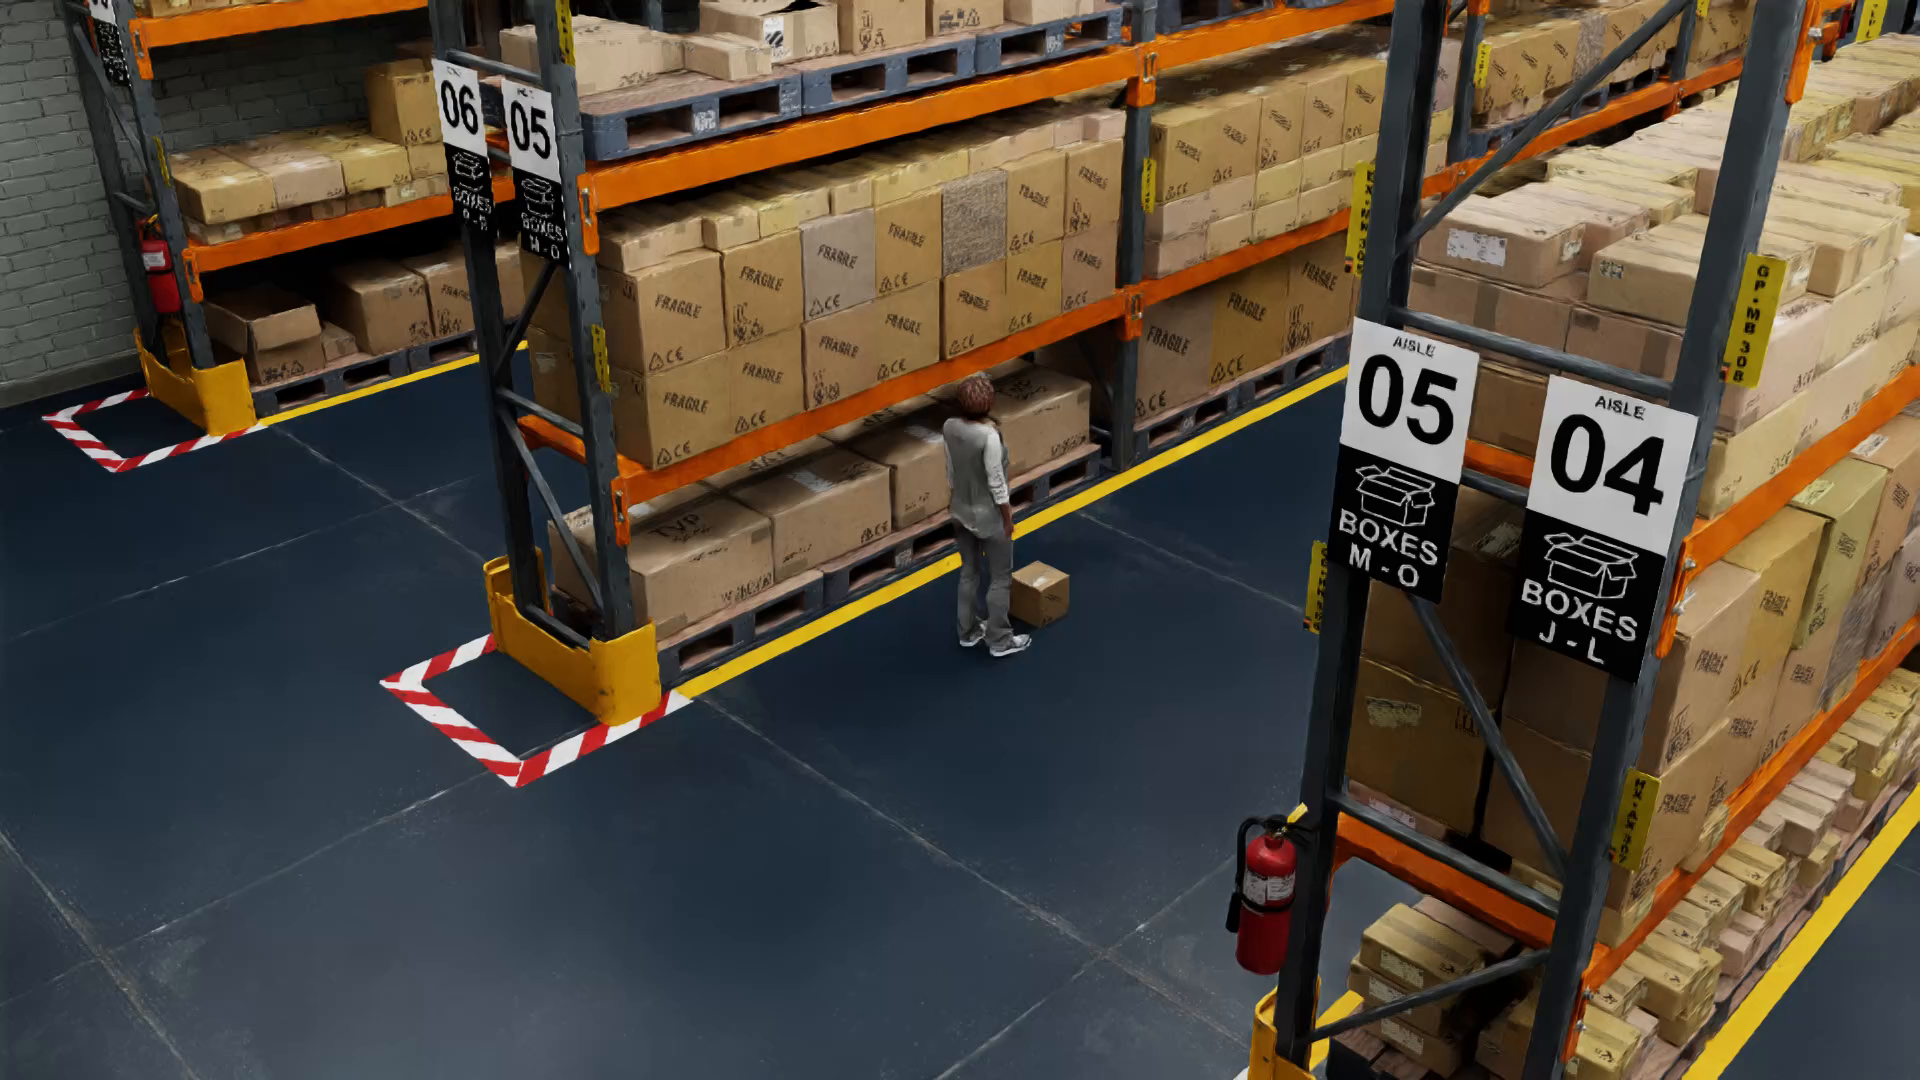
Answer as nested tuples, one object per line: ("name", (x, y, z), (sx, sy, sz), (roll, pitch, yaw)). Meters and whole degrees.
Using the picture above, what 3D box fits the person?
("person", (0.130, -0.139, 8.885), (0.367, 1.603, 0.453), (-25, 37, -38))
